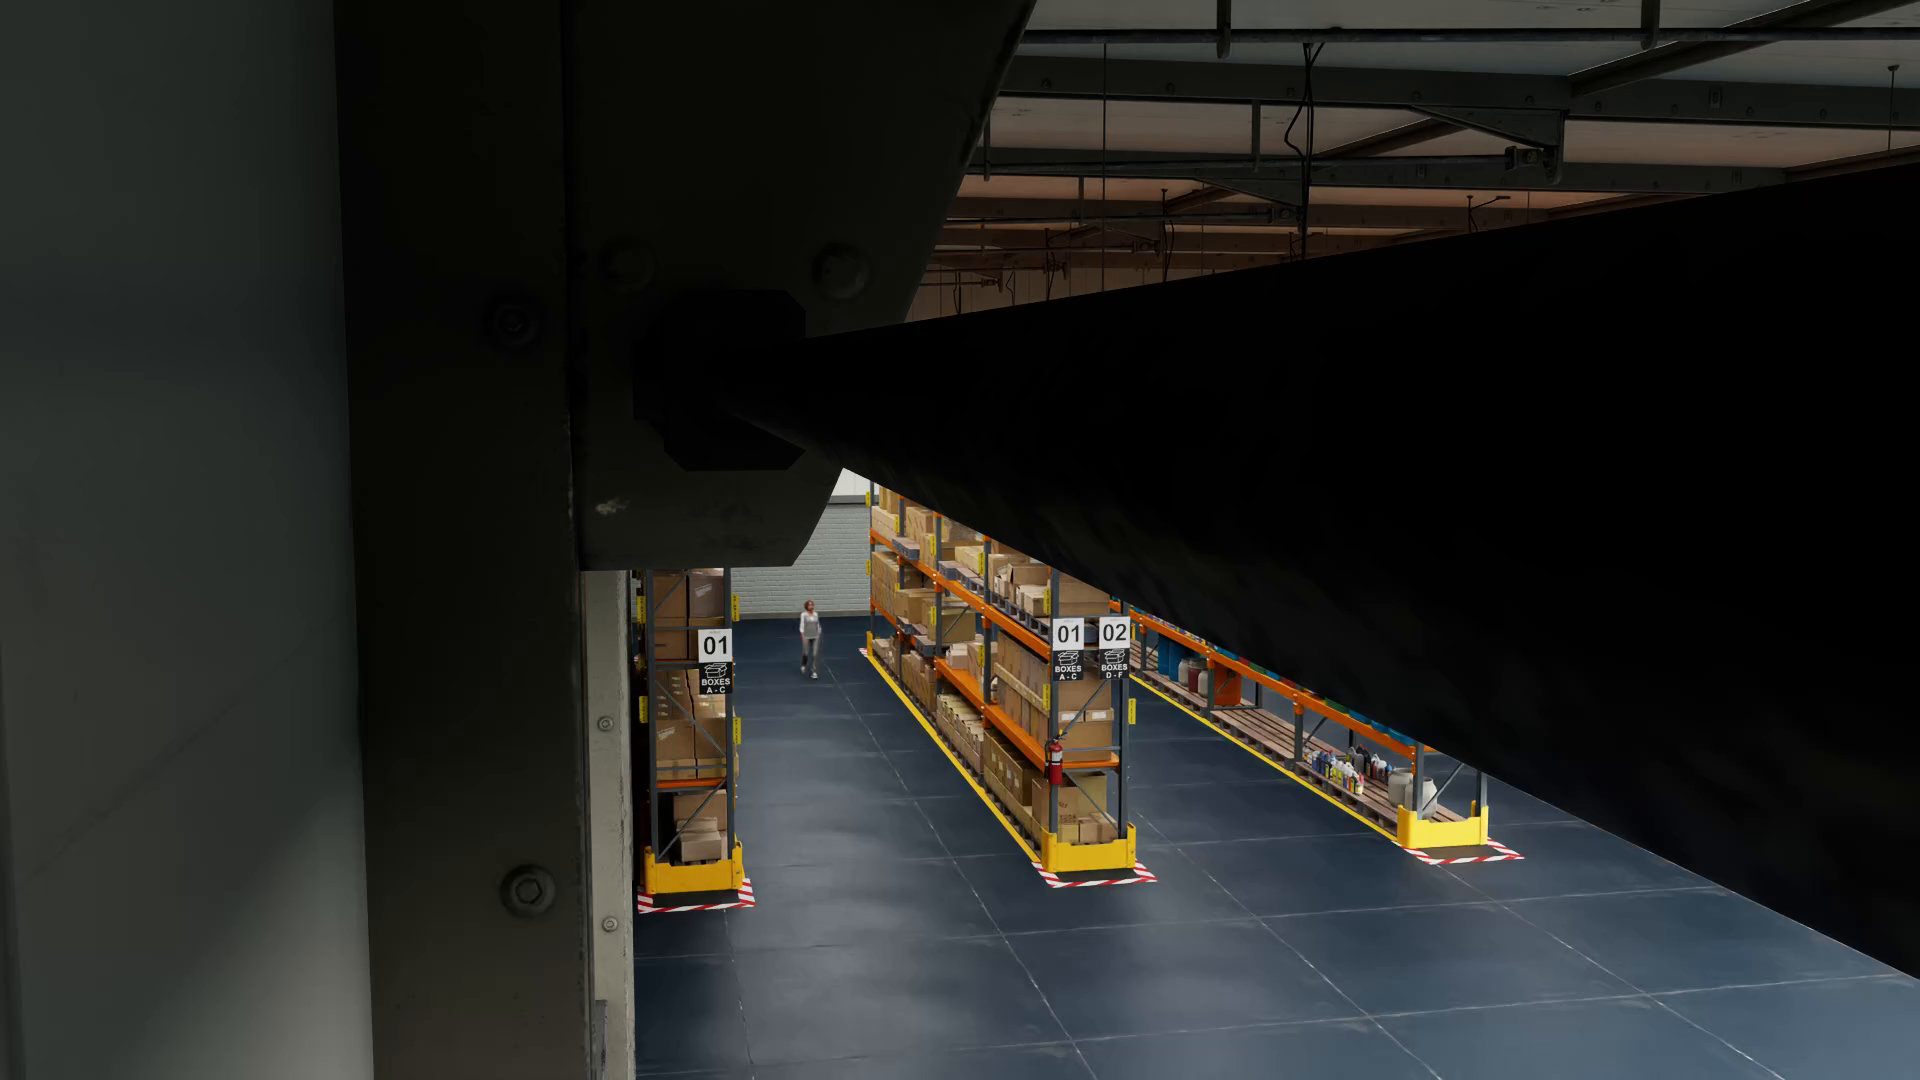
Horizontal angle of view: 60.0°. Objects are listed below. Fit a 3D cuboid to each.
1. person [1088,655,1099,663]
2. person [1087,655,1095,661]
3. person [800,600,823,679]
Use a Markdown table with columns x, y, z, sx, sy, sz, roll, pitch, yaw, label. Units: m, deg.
| x | y | z | sx | sy | sz | roll | pitch | yaw | label |
| --- | --- | --- | --- | --- | --- | --- | --- | --- | --- |
| 2.707 | 2.066 | 33.244 | 0.467 | 1.589 | 0.956 | 0 | 6 | -2 | person |
| 2.042 | 2.477 | 29.521 | 0.647 | 1.603 | 0.698 | 2 | 6 | 20 | person |
| -3.030 | 2.007 | 33.794 | 0.461 | 1.585 | 0.479 | -2 | 6 | -16 | person |
